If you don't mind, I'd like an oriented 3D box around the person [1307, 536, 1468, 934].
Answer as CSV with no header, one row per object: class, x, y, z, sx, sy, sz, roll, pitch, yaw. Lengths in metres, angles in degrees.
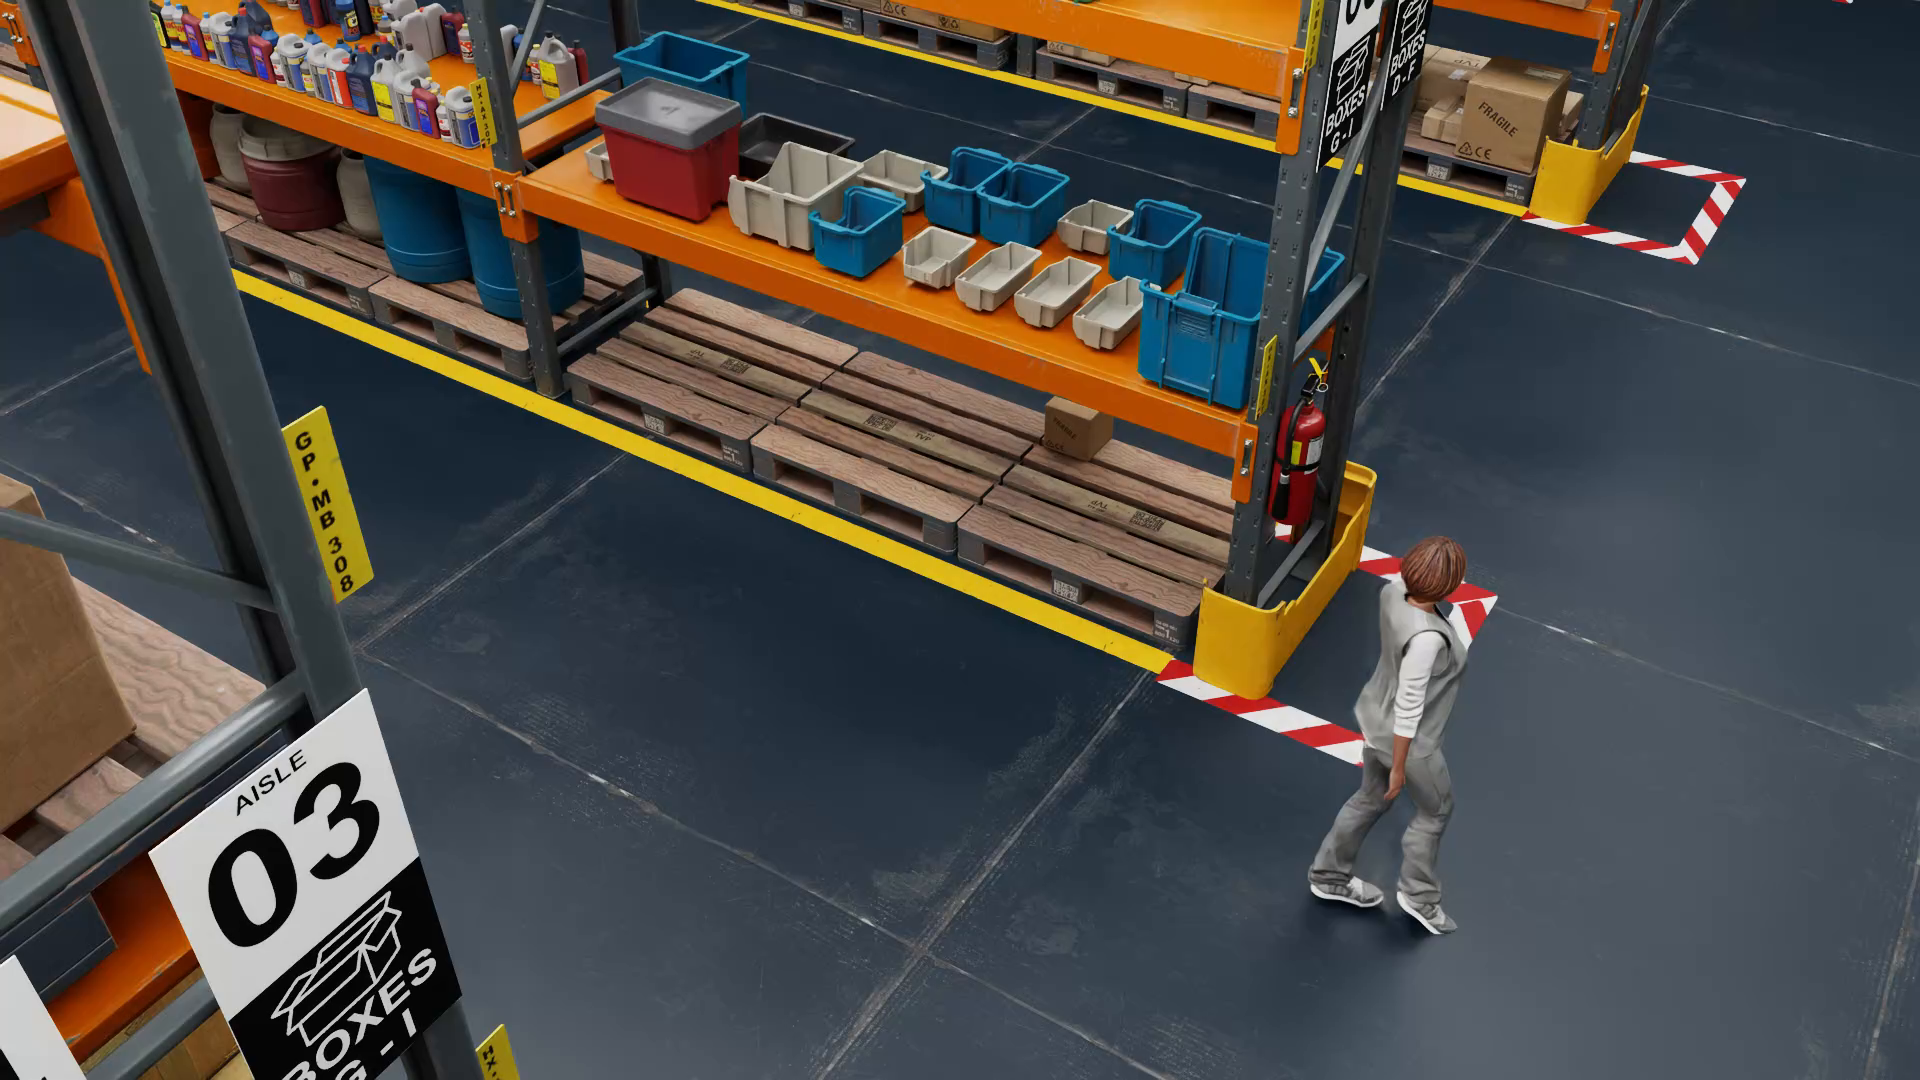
person,1.559,0.707,5.841,0.538,1.633,0.509,-4,39,-5
